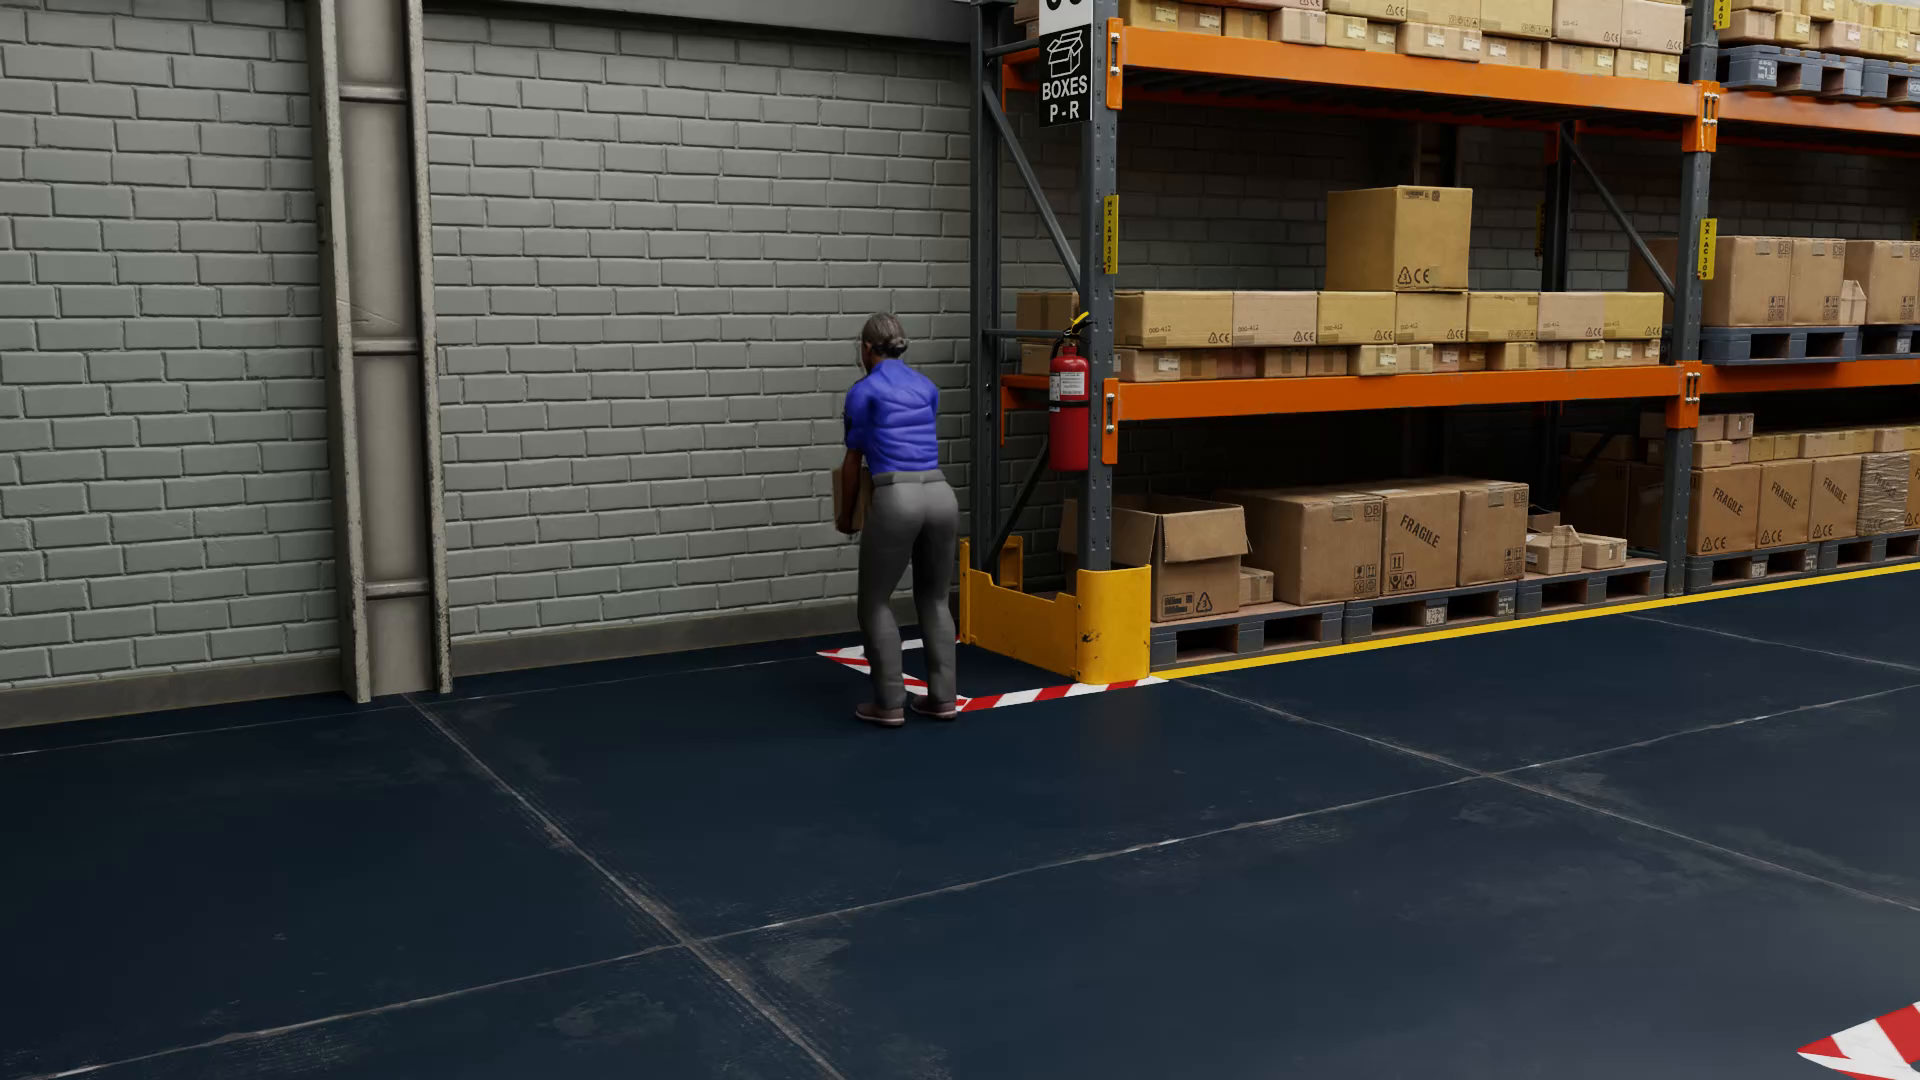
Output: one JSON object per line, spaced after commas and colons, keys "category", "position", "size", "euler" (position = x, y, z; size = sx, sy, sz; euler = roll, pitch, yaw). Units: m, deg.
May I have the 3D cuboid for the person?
{"category": "person", "position": [-0.262, -0.091, 6.636], "size": [0.411, 1.621, 0.551], "euler": [-5, 10, -30]}
